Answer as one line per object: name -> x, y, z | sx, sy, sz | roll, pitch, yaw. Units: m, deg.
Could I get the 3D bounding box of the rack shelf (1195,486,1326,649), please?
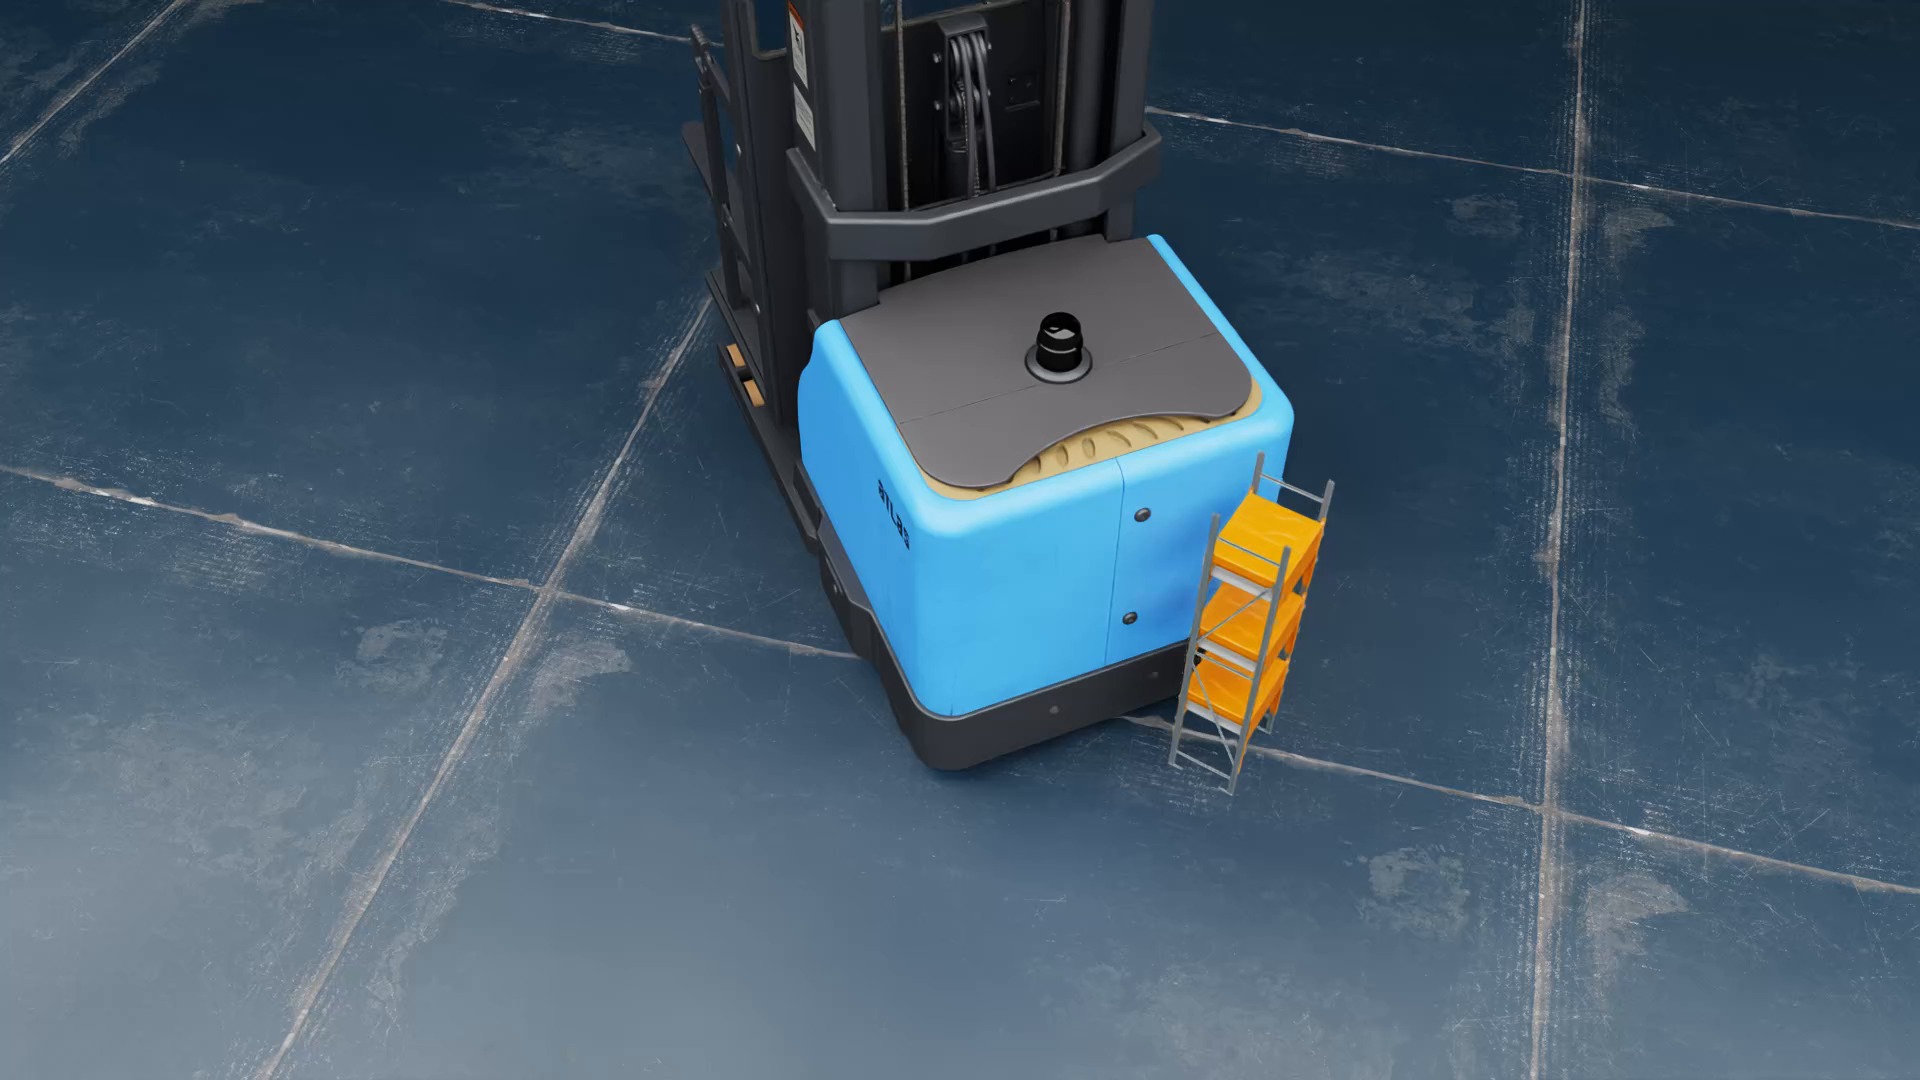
rack shelf -> 0.743, 0.067, 4.122 | 0.215, 0.259, 0.240 | 26, 54, 20

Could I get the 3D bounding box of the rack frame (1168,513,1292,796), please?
rack frame -> 0.676, 0.324, 4.260 | 0.200, 1.050, 0.008 | 26, 54, 20

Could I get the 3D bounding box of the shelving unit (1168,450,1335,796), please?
shelving unit -> 0.741, 0.247, 4.328 | 0.215, 1.050, 0.252 | 26, 54, 20

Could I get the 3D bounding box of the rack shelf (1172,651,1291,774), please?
rack shelf -> 0.739, 0.437, 4.546 | 0.215, 0.259, 0.240 | 26, 54, 20

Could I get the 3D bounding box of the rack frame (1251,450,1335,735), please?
rack frame -> 0.806, 0.170, 4.396 | 0.200, 1.050, 0.008 | 26, 54, 20

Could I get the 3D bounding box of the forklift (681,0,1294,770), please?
forklift -> -0.177, -1.460, 4.584 | 1.130, 2.935, 3.031 | -17, 51, -15

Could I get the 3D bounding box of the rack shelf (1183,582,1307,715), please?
rack shelf -> 0.741, 0.254, 4.336 | 0.215, 0.259, 0.240 | 26, 54, 20
